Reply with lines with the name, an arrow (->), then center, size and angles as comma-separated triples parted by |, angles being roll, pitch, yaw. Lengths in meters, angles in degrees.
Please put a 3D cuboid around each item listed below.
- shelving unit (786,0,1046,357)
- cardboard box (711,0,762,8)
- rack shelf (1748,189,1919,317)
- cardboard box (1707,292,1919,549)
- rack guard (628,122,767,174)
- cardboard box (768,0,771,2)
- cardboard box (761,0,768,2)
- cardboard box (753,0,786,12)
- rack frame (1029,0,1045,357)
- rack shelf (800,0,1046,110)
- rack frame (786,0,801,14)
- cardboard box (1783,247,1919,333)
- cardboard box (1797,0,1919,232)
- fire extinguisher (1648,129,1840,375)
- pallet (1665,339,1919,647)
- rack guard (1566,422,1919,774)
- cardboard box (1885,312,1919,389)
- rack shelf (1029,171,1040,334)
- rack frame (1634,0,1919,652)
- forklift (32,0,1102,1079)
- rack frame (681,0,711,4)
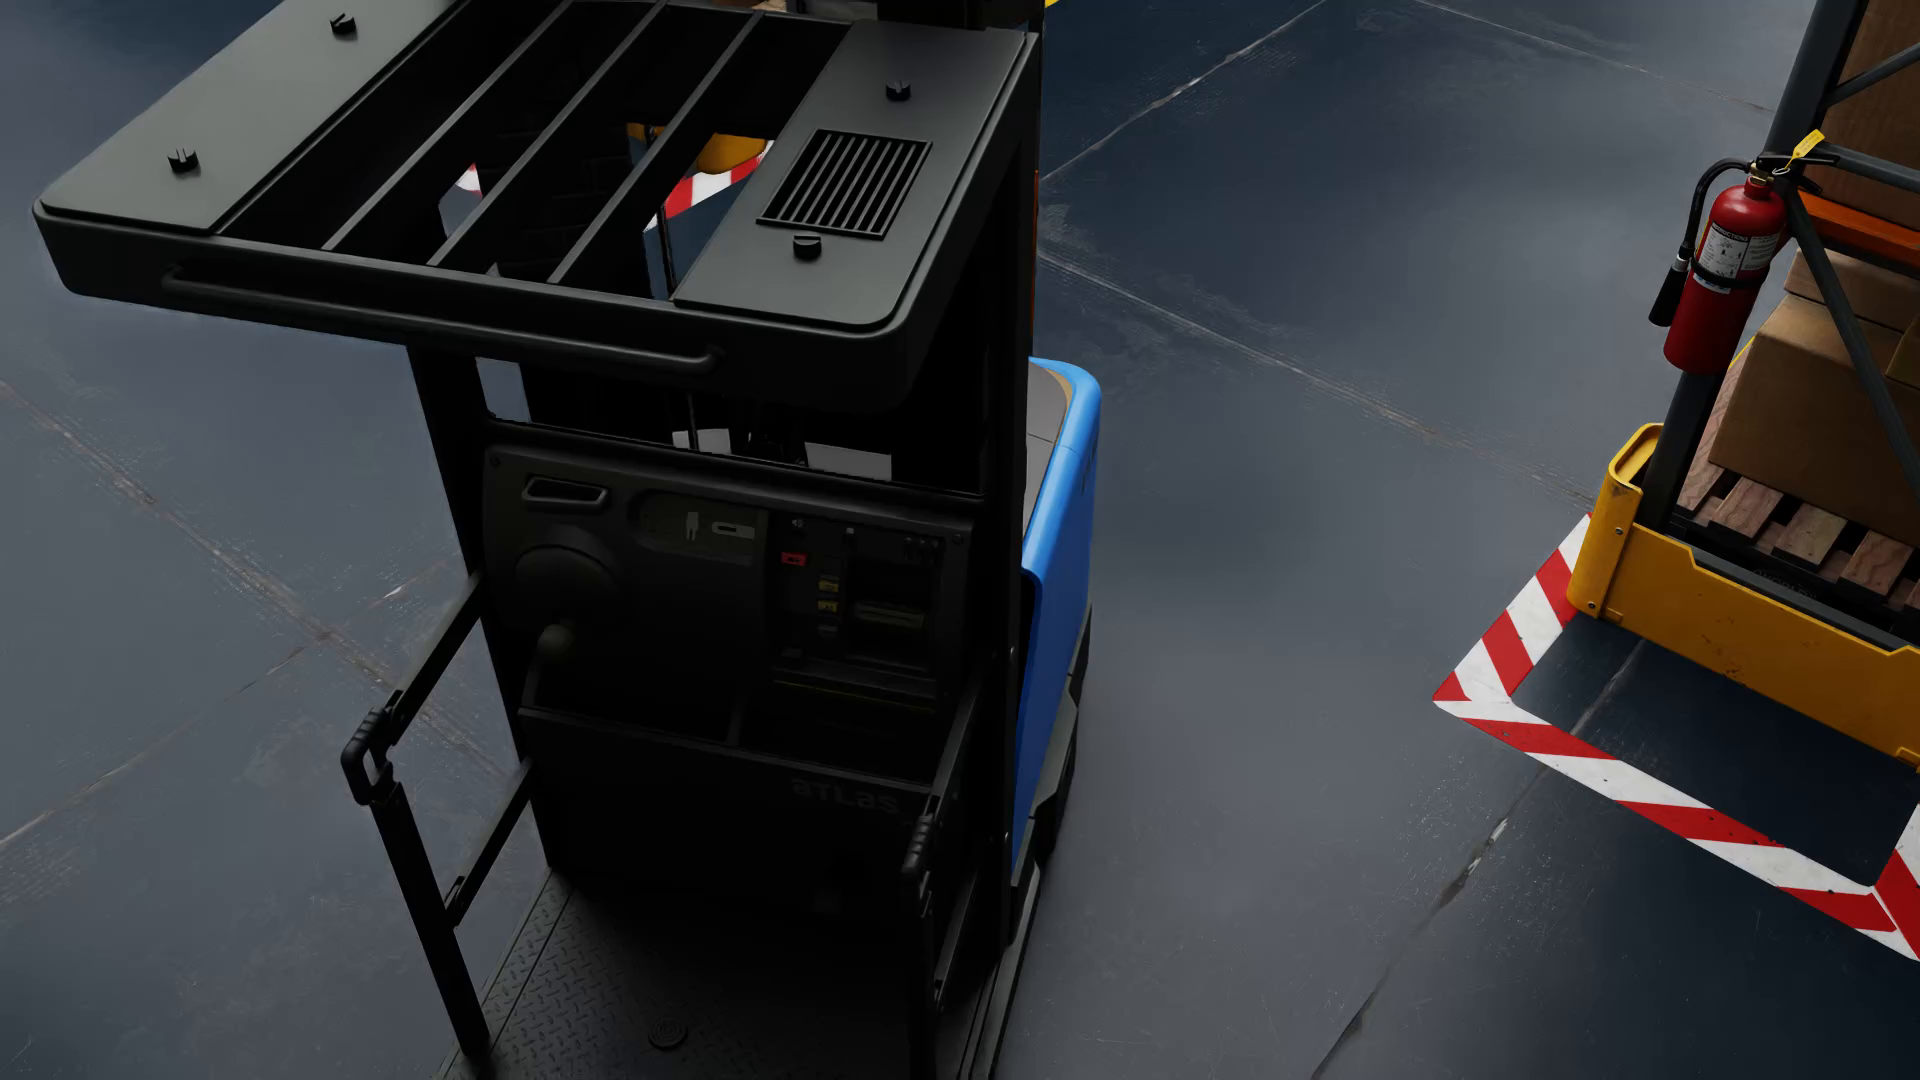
shelving unit -> -0.101, -0.749, 4.512 | 0.431, 2.100, 0.503 | 27, 49, 27
cardboard box -> -1.242, -2.542, 7.347 | 0.500, 0.500, 0.500 | 29, 50, 28
rack shelf -> 3.678, -1.538, 5.247 | 1.077, 0.370, 4.000 | 29, 50, 28
cardboard box -> 2.764, -0.409, 5.016 | 0.700, 0.500, 0.500 | 29, 50, 28
rack guard -> -1.355, -2.032, 7.113 | 1.175, 0.500, 0.348 | 29, 50, 28
cardboard box -> -0.515, -2.478, 7.462 | 0.500, 0.250, 0.500 | 29, 50, 28
cardboard box -> -0.913, -2.588, 7.646 | 0.380, 0.166, 0.250 | 29, 50, 28
cardboard box -> -0.710, -2.228, 7.249 | 0.380, 0.166, 0.250 | 29, 50, 28
rack frame -> 0.046, -0.880, 4.656 | 0.400, 2.100, 0.015 | 27, 49, 27
rack shelf -> -0.101, -1.256, 4.051 | 0.431, 0.518, 0.480 | 27, 49, 27
rack frame -> -0.248, -0.618, 4.368 | 0.400, 2.100, 0.015 | 27, 49, 27
cardboard box -> 2.707, -0.794, 4.957 | 0.380, 0.149, 0.250 | 29, 50, 28
cardboard box -> 2.711, -1.153, 4.065 | 0.980, 0.700, 0.700 | 32, 51, 30
fire extinguisher -> 1.940, -0.730, 4.158 | 0.296, 0.674, 0.183 | 29, 50, 28
pallet -> 2.845, -0.189, 5.301 | 1.003, 0.211, 1.213 | 29, 50, 28
rack guard -> 2.375, 0.162, 4.700 | 1.175, 0.500, 0.348 | 29, 50, 28
cardboard box -> 2.837, -0.498, 4.632 | 0.380, 0.149, 0.250 | 30, 50, 29
rack shelf -> -0.101, -0.738, 4.522 | 0.431, 0.518, 0.480 | 27, 49, 27
rack frame -> 2.390, -0.775, 3.872 | 1.000, 3.000, 0.127 | 29, 50, 28
forklift -> -0.487, 0.160, 2.896 | 1.130, 2.935, 3.031 | 9, 43, 10
rack frame -> -1.404, -2.918, 6.229 | 1.000, 3.000, 0.127 | 29, 50, 28
